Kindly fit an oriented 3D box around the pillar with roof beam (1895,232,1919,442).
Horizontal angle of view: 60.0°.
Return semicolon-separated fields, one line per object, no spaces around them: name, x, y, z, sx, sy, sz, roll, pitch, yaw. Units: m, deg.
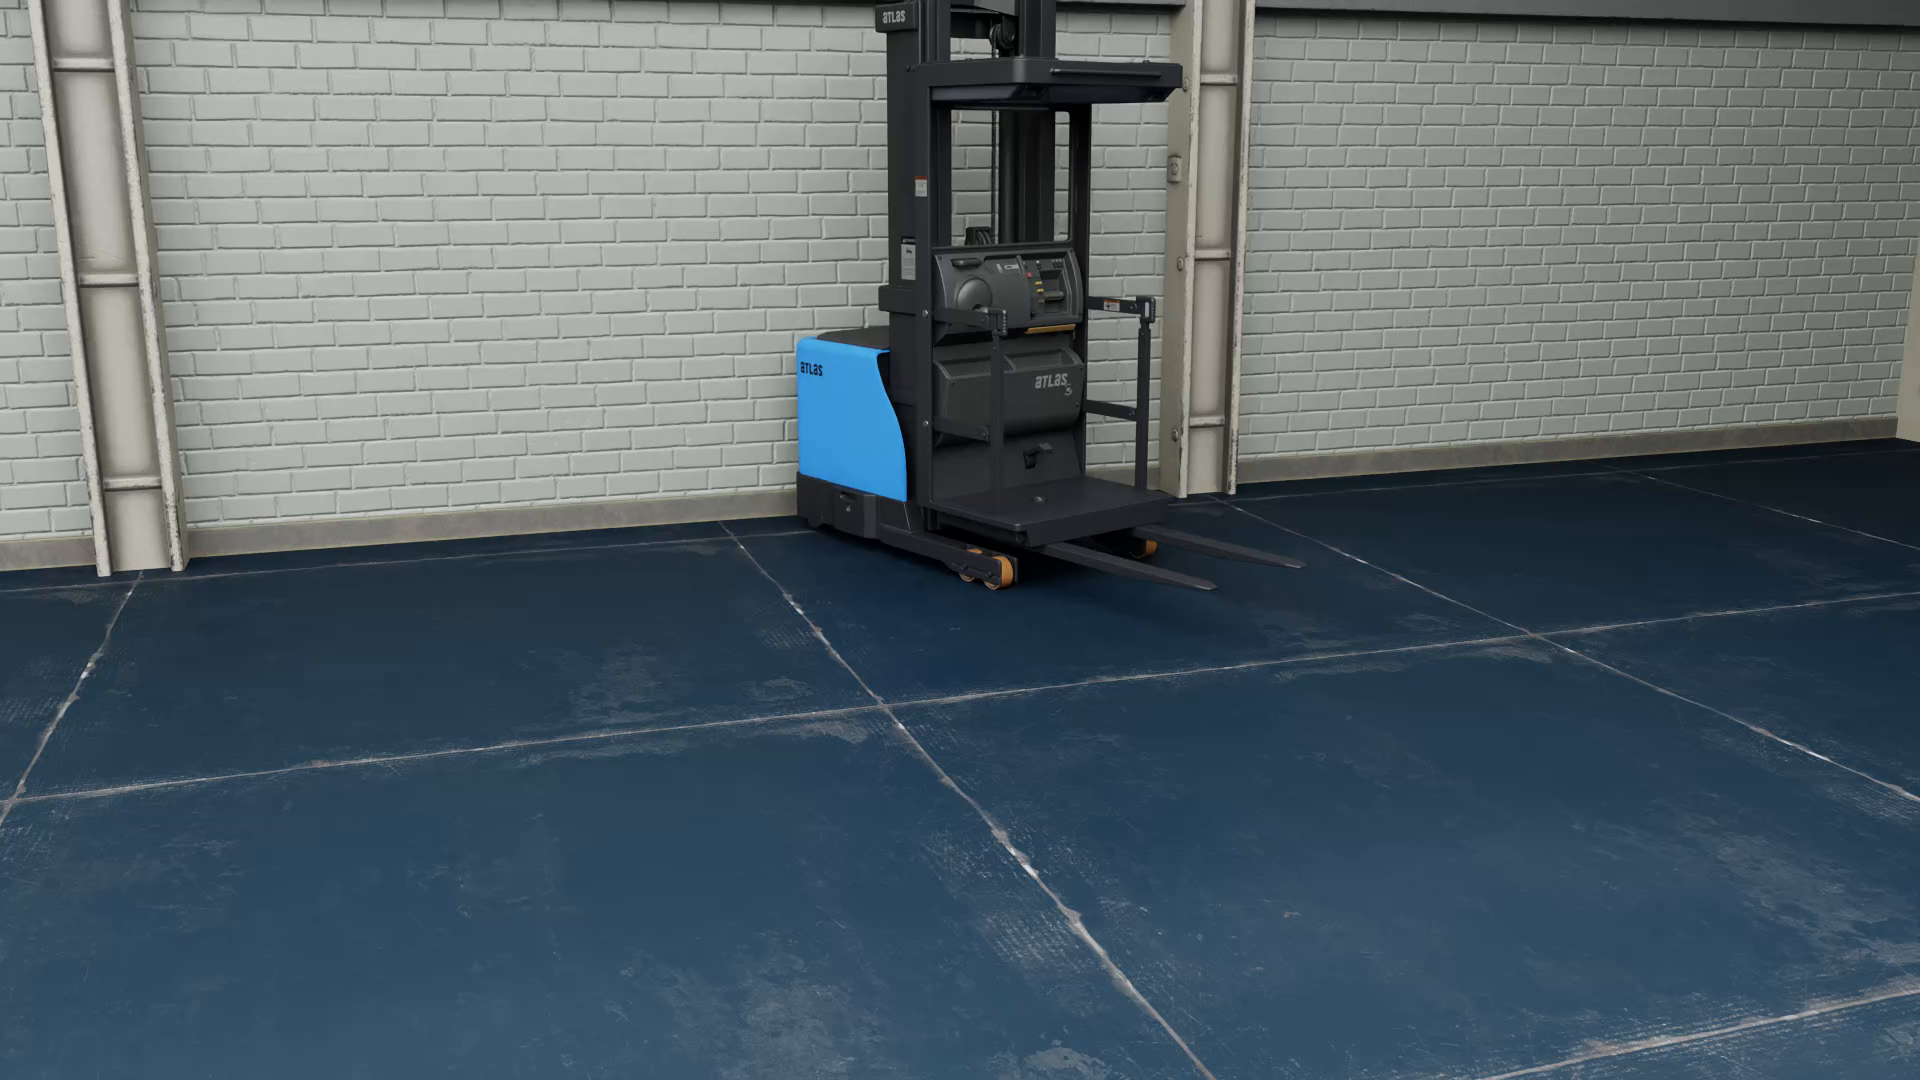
pillar with roof beam;8.545;-4.184;7.286;0.400;9.000;9.100;-4;14;-18

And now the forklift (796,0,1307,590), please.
forklift;0.393;-1.314;8.333;1.130;2.935;3.031;-11;17;-38

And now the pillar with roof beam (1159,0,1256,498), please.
pillar with roof beam;2.859;-3.741;5.424;0.400;9.000;9.100;-4;14;-18

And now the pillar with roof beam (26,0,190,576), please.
pillar with roof beam;-2.828;-3.298;3.562;0.400;9.000;9.100;-4;14;-18
